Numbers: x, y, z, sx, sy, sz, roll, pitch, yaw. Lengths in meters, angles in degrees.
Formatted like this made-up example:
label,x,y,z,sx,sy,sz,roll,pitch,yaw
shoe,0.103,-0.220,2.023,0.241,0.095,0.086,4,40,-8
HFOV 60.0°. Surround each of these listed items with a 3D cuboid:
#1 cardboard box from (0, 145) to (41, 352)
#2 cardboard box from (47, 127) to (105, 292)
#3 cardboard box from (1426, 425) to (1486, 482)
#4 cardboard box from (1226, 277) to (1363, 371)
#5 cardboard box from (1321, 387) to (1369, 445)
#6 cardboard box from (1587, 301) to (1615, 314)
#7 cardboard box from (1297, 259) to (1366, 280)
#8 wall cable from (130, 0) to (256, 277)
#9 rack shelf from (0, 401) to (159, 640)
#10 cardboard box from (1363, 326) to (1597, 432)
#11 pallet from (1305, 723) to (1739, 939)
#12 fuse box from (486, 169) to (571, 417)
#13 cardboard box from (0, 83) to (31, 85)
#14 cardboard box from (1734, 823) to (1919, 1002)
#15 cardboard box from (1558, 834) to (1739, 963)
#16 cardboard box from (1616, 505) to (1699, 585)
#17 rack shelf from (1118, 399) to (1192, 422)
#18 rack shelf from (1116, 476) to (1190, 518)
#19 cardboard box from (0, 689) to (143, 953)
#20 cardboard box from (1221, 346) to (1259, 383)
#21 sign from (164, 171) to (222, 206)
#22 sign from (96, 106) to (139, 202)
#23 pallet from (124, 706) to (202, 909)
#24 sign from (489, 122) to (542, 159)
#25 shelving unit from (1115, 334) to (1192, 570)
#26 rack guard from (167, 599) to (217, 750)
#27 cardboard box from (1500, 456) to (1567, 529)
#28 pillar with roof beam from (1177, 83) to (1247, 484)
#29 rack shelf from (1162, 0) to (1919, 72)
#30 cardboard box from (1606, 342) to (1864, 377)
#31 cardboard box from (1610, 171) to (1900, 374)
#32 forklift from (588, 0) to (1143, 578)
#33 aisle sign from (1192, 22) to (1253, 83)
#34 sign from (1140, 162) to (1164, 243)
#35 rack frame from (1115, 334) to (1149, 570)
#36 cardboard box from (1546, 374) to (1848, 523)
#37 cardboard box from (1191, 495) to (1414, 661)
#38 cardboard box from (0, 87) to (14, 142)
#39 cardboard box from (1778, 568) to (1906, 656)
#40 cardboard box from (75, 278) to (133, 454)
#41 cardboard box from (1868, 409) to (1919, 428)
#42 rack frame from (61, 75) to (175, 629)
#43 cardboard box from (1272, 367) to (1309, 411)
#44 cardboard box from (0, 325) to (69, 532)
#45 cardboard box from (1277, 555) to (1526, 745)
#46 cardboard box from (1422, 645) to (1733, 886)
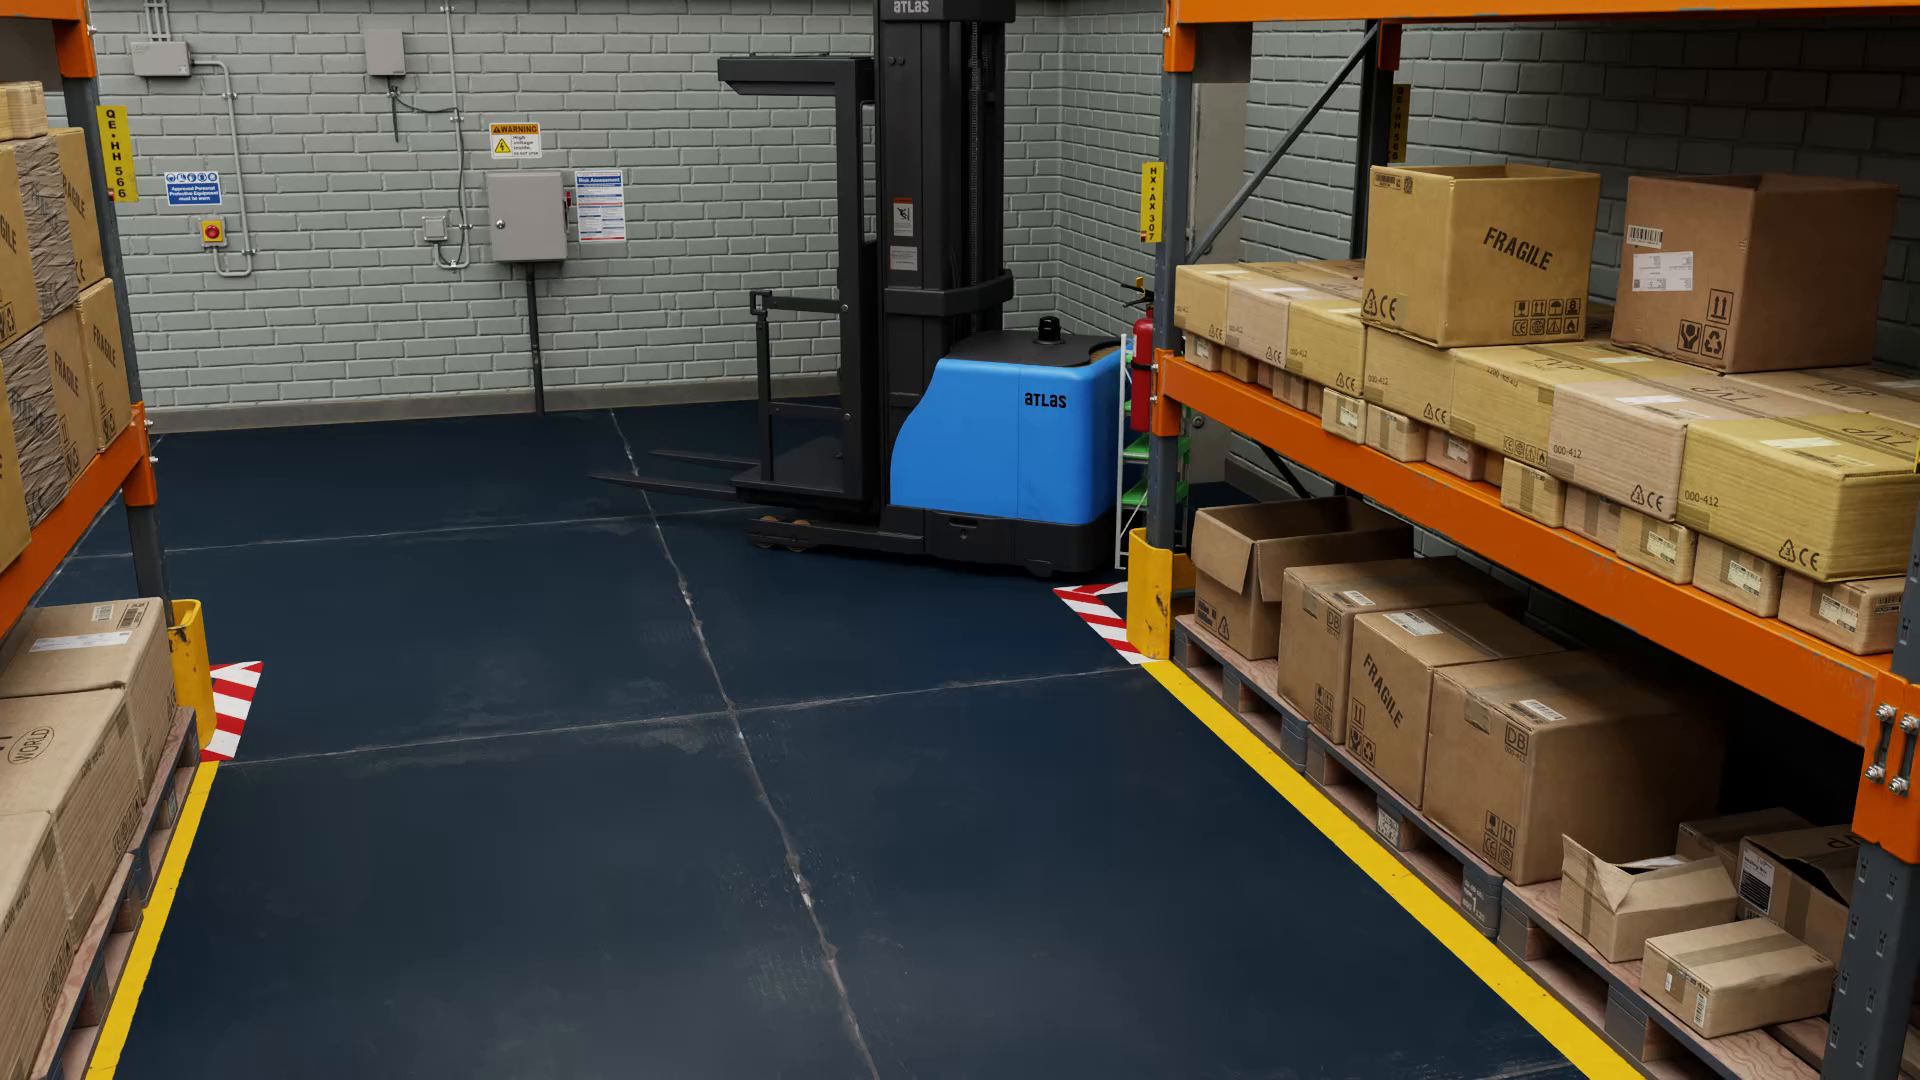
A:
label,x,y,z,sx,sy,sz,roll,pitch,yaw
cardboard box,-2.786,-0.765,4.371,0.500,0.500,0.500,-5,17,-16
cardboard box,-3.091,-1.044,5.301,0.500,0.500,0.500,-4,17,-13
cardboard box,1.681,-0.295,5.156,0.380,0.149,0.250,-5,17,-15
cardboard box,1.324,-0.809,6.176,0.500,0.250,0.500,-5,17,-15
cardboard box,1.452,-0.432,5.612,0.380,0.149,0.250,-5,17,-17
cardboard box,1.973,-0.709,5.843,0.500,0.250,0.500,-4,17,-14
cardboard box,1.701,-0.989,6.776,0.500,0.250,0.500,-4,17,-14
wall cable,-5.024,-2.691,10.876,0.585,1.953,0.123,-5,17,-15
rack shelf,-2.902,0.266,4.102,1.077,0.370,4.000,-5,17,-15
cardboard box,1.627,-0.530,5.245,0.500,0.250,0.500,-5,17,-17
pallet,1.892,0.889,5.627,1.003,0.211,1.213,-5,17,-15
fuse box,-2.964,-1.698,11.631,0.539,1.711,0.414,-5,17,-15
cardboard box,-3.068,-1.317,5.084,0.380,0.149,0.250,-4,17,-14
cardboard box,2.465,0.967,4.464,0.500,0.311,0.500,-4,17,-13
cardboard box,1.885,0.960,4.565,0.396,0.266,0.258,-4,17,-13
cardboard box,1.901,-0.007,4.197,0.380,0.149,0.250,-4,17,-14
rack shelf,0.995,-0.652,8.425,0.258,0.148,0.480,7,18,21
rack shelf,0.995,-0.192,8.563,0.258,0.148,0.480,7,18,21
cardboard box,-2.915,0.821,4.727,0.875,0.438,0.875,-4,17,-14
cardboard box,1.261,-0.725,6.590,0.380,0.149,0.250,-4,17,-14
sign,-5.087,-2.332,11.032,0.327,0.218,0.001,-5,17,-15
sign,-2.926,-1.339,5.770,0.100,0.325,0.005,-5,17,-15
pallet,-3.157,0.919,5.526,1.003,0.211,1.213,-5,17,-15
sign,-3.074,-2.764,11.503,0.339,0.242,0.001,-5,17,-15
shelving unit,0.995,-0.483,8.476,0.258,1.200,0.503,7,18,21
rack guard,-3.459,0.559,6.222,1.175,0.500,0.348,-5,17,-15
cardboard box,1.758,-0.150,4.674,0.380,0.149,0.250,-5,17,-16
pillar with roof beam,-2.694,-4.375,7.875,9.100,9.000,0.400,-5,17,-15
rack shelf,1.869,-1.564,4.981,1.077,0.370,4.000,-5,17,-15
cardboard box,2.258,-0.429,4.909,0.500,0.250,0.500,-4,17,-14
cardboard box,2.265,-0.781,4.779,0.500,0.500,0.500,-5,17,-17
forklift,-0.577,-1.473,8.760,3.031,2.935,1.130,7,18,22
aisle sign,1.018,-2.266,6.762,0.394,0.787,0.004,-5,17,-15
sign,0.798,-1.397,6.883,0.100,0.325,0.005,-5,17,-15
rack frame,0.903,-0.418,8.259,0.240,1.200,0.015,7,18,21
cardboard box,1.892,-0.248,4.308,0.500,0.250,0.500,-5,17,-15
cardboard box,1.397,0.146,6.861,0.797,0.503,0.637,-5,18,-17
cardboard box,-2.886,-1.180,4.626,0.380,0.149,0.250,-4,17,-14
cardboard box,2.088,0.133,3.730,0.380,0.149,0.250,-4,17,-14
cardboard box,-3.065,-0.567,5.452,0.500,0.500,0.500,-5,17,-15
cardboard box,2.542,-0.148,3.973,0.500,0.250,0.500,-5,17,-16
rack frame,-3.452,-0.632,5.841,1.000,3.000,0.127,-5,17,-15
cardboard box,1.377,-0.581,6.108,0.380,0.149,0.250,-4,17,-14
cardboard box,-2.791,-0.285,4.515,0.500,0.500,0.500,-4,17,-14
cardboard box,1.594,0.387,6.064,0.700,0.500,0.500,-4,17,-13
cardboard box,1.879,0.674,5.108,0.700,0.500,0.500,-5,18,-17
